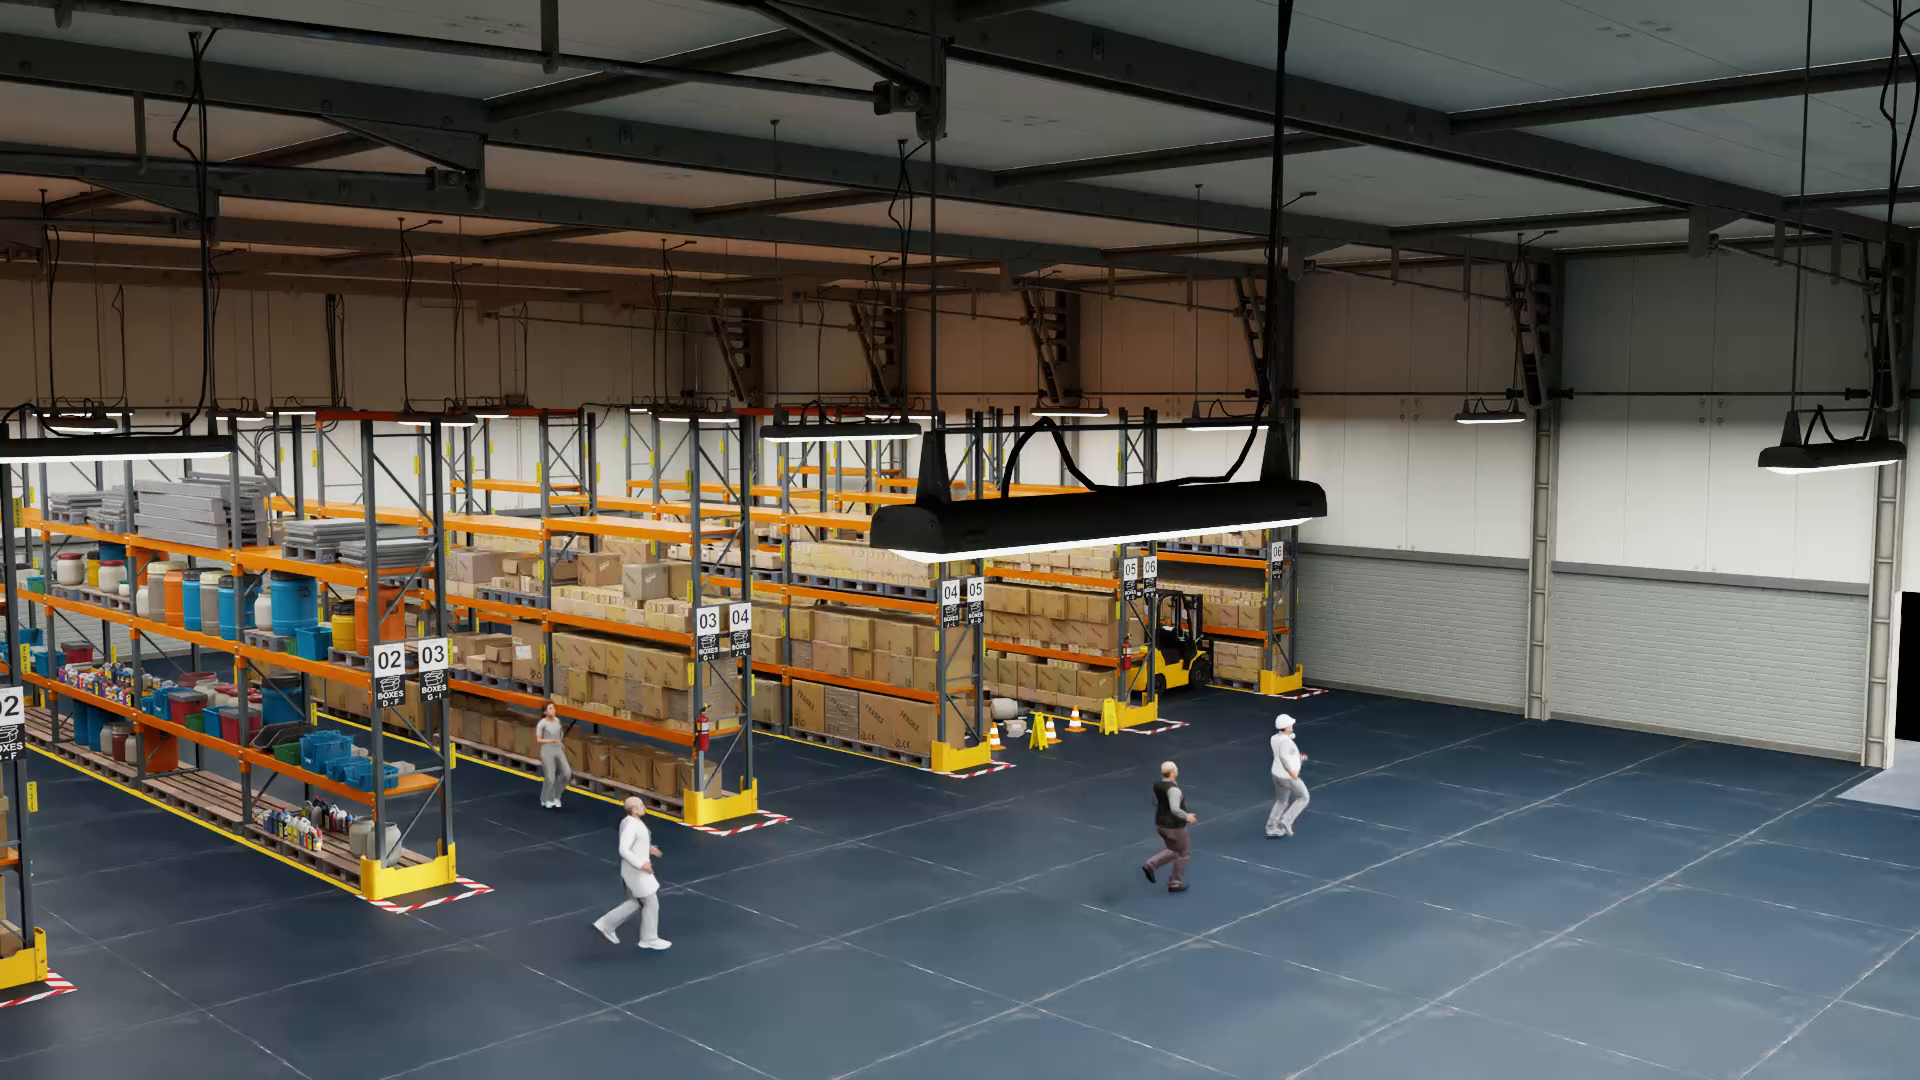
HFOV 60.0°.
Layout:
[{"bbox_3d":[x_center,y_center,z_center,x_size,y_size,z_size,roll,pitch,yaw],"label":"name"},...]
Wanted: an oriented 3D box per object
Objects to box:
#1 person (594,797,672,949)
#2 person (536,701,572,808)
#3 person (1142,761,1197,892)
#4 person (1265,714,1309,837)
[{"bbox_3d":[-3.713,3.783,18.834,0.858,1.773,0.716,-2,5,-18],"label":"person"},{"bbox_3d":[-6.162,3.268,25.240,0.616,1.656,0.548,4,7,41],"label":"person"},{"bbox_3d":[2.642,3.630,21.066,0.614,1.673,0.659,-2,5,-22],"label":"person"},{"bbox_3d":[4.681,3.349,23.696,0.663,1.742,0.634,-2,5,-19],"label":"person"}]
